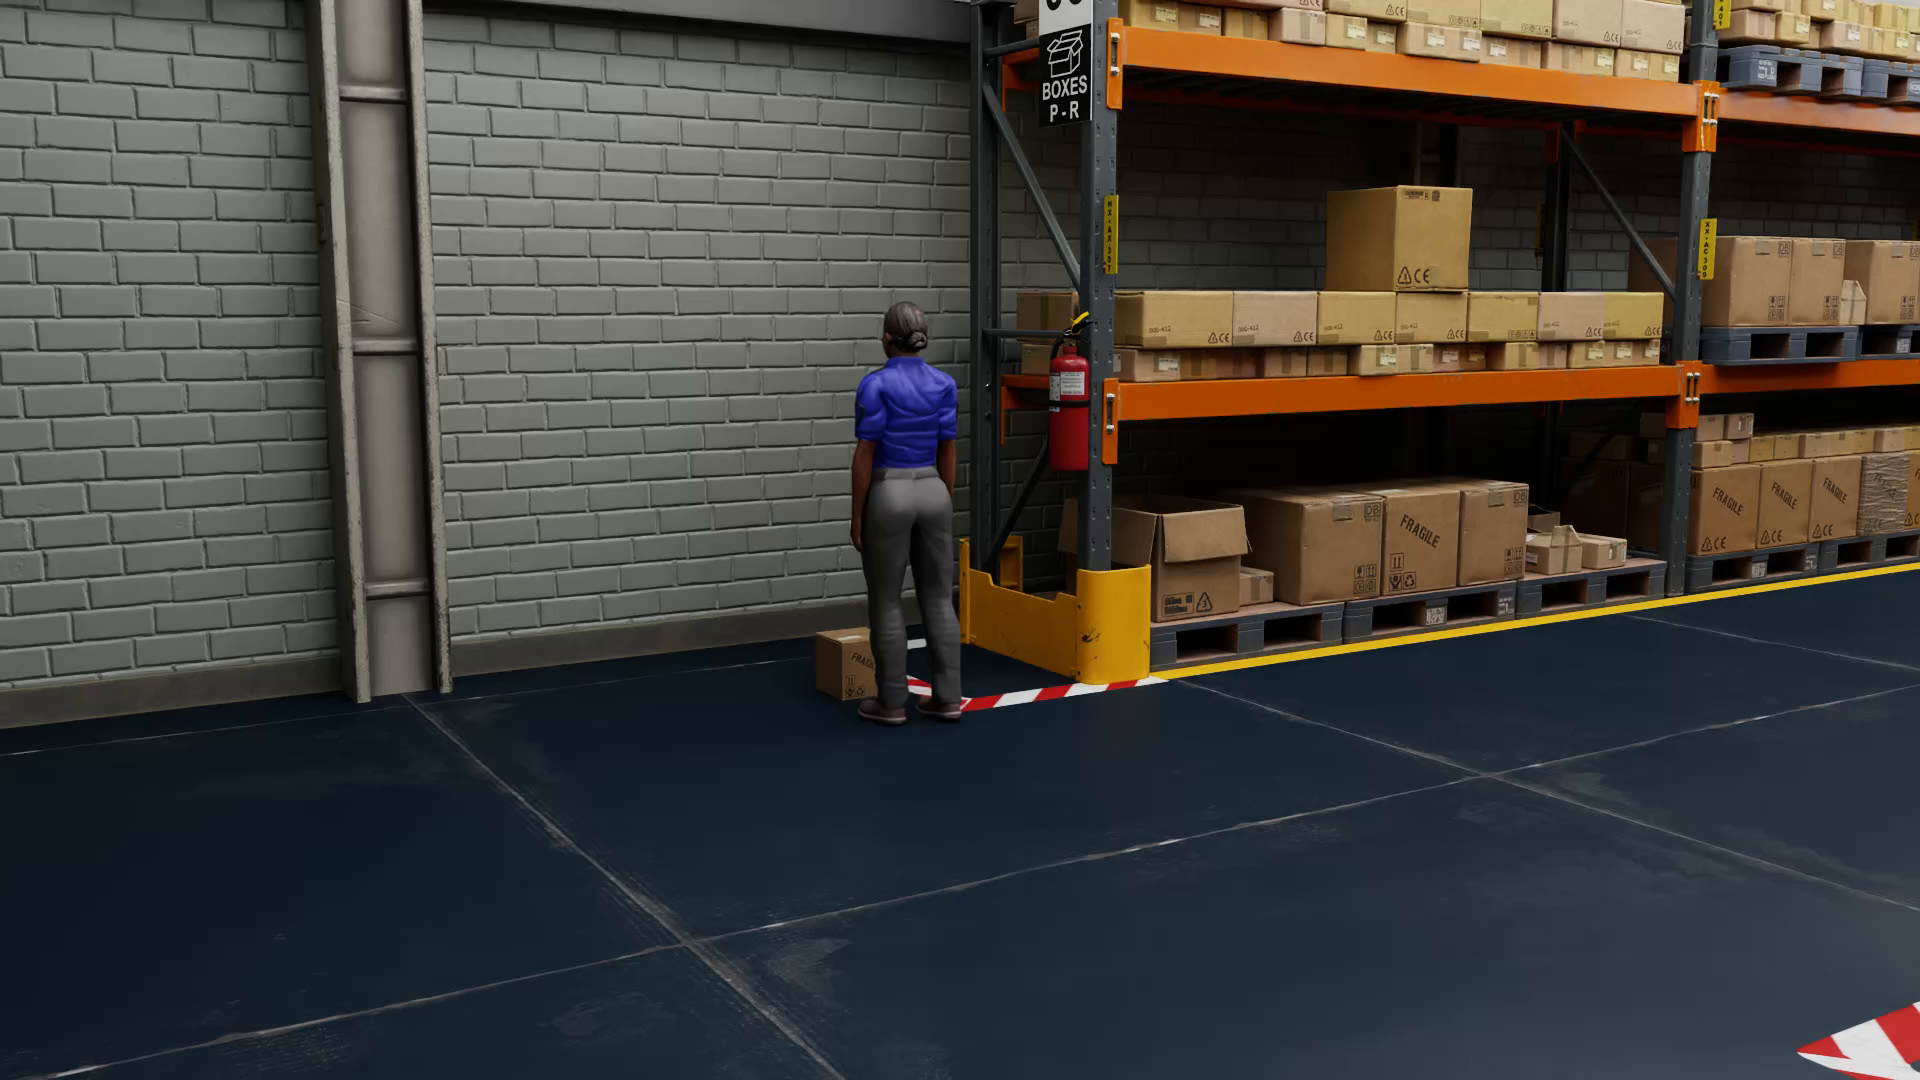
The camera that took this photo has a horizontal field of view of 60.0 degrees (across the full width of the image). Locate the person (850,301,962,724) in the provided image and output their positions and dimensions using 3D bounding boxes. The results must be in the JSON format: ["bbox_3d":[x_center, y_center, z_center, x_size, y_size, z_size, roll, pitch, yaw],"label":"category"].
[{"bbox_3d":[-0.227,-0.102,6.557,0.443,1.662,0.338,-4,9,-28],"label":"person"}]
